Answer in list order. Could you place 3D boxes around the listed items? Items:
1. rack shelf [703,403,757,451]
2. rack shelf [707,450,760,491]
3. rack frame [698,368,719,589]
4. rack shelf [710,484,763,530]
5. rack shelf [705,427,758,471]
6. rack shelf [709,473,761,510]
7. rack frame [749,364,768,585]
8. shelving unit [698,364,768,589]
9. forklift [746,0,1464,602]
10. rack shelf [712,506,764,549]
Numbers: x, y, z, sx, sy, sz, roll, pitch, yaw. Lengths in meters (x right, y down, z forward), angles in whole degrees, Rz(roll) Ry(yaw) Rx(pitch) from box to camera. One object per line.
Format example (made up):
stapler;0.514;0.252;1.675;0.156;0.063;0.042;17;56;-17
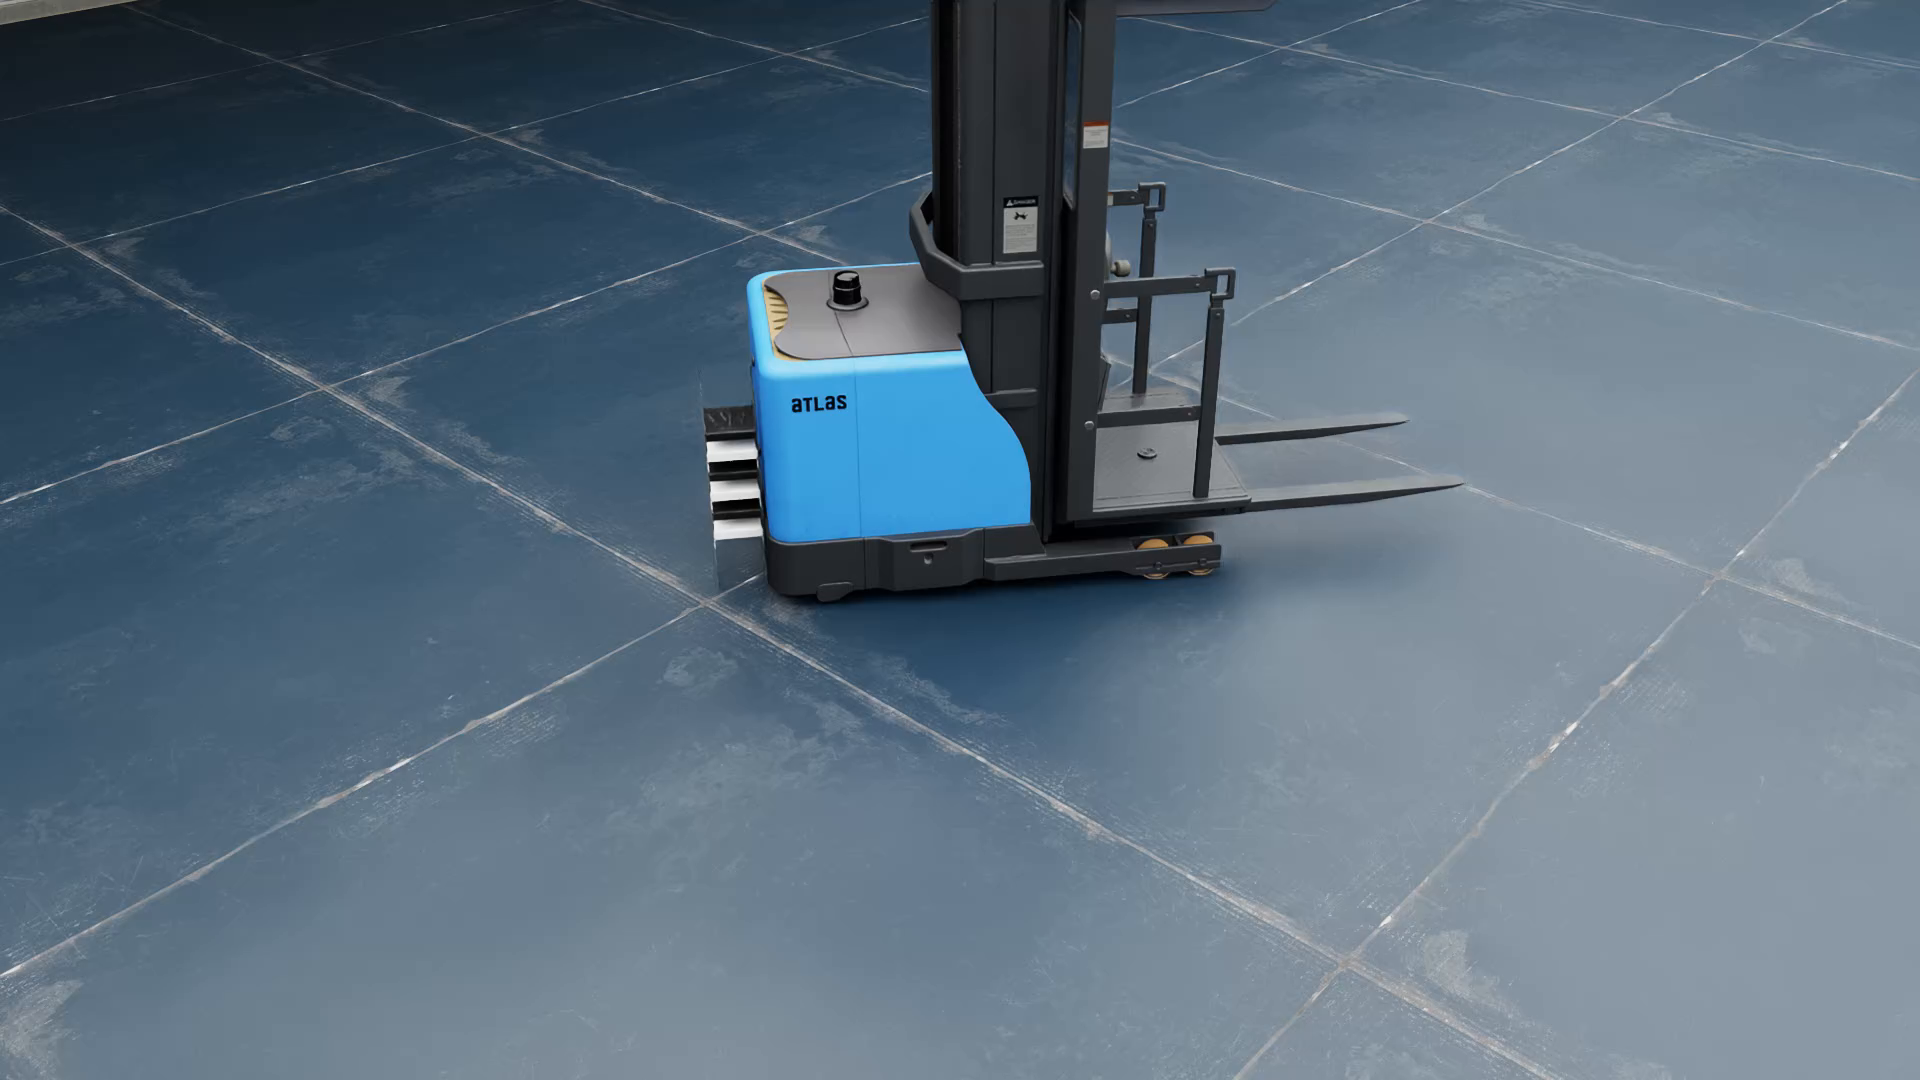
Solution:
rack shelf;-0.925;-0.454;6.673;0.200;0.077;0.258;-5;31;-8
rack shelf;-0.925;-0.300;6.766;0.200;0.077;0.258;-5;31;-8
rack frame;-1.025;-0.243;6.781;0.006;0.900;0.240;-5;31;-8
rack shelf;-0.925;-0.146;6.859;0.200;0.077;0.258;-5;31;-8
rack shelf;-0.925;-0.377;6.720;0.200;0.077;0.258;-5;31;-8
rack shelf;-0.925;-0.223;6.813;0.200;0.077;0.258;-5;31;-8
rack frame;-0.824;-0.260;6.810;0.006;0.900;0.240;-5;31;-8
shelving unit;-0.925;-0.252;6.795;0.210;0.900;0.258;-5;31;-8
forklift;0.648;-1.355;6.659;3.031;2.935;1.130;-5;31;-8
rack shelf;-0.925;-0.069;6.905;0.200;0.077;0.258;-5;31;-8
